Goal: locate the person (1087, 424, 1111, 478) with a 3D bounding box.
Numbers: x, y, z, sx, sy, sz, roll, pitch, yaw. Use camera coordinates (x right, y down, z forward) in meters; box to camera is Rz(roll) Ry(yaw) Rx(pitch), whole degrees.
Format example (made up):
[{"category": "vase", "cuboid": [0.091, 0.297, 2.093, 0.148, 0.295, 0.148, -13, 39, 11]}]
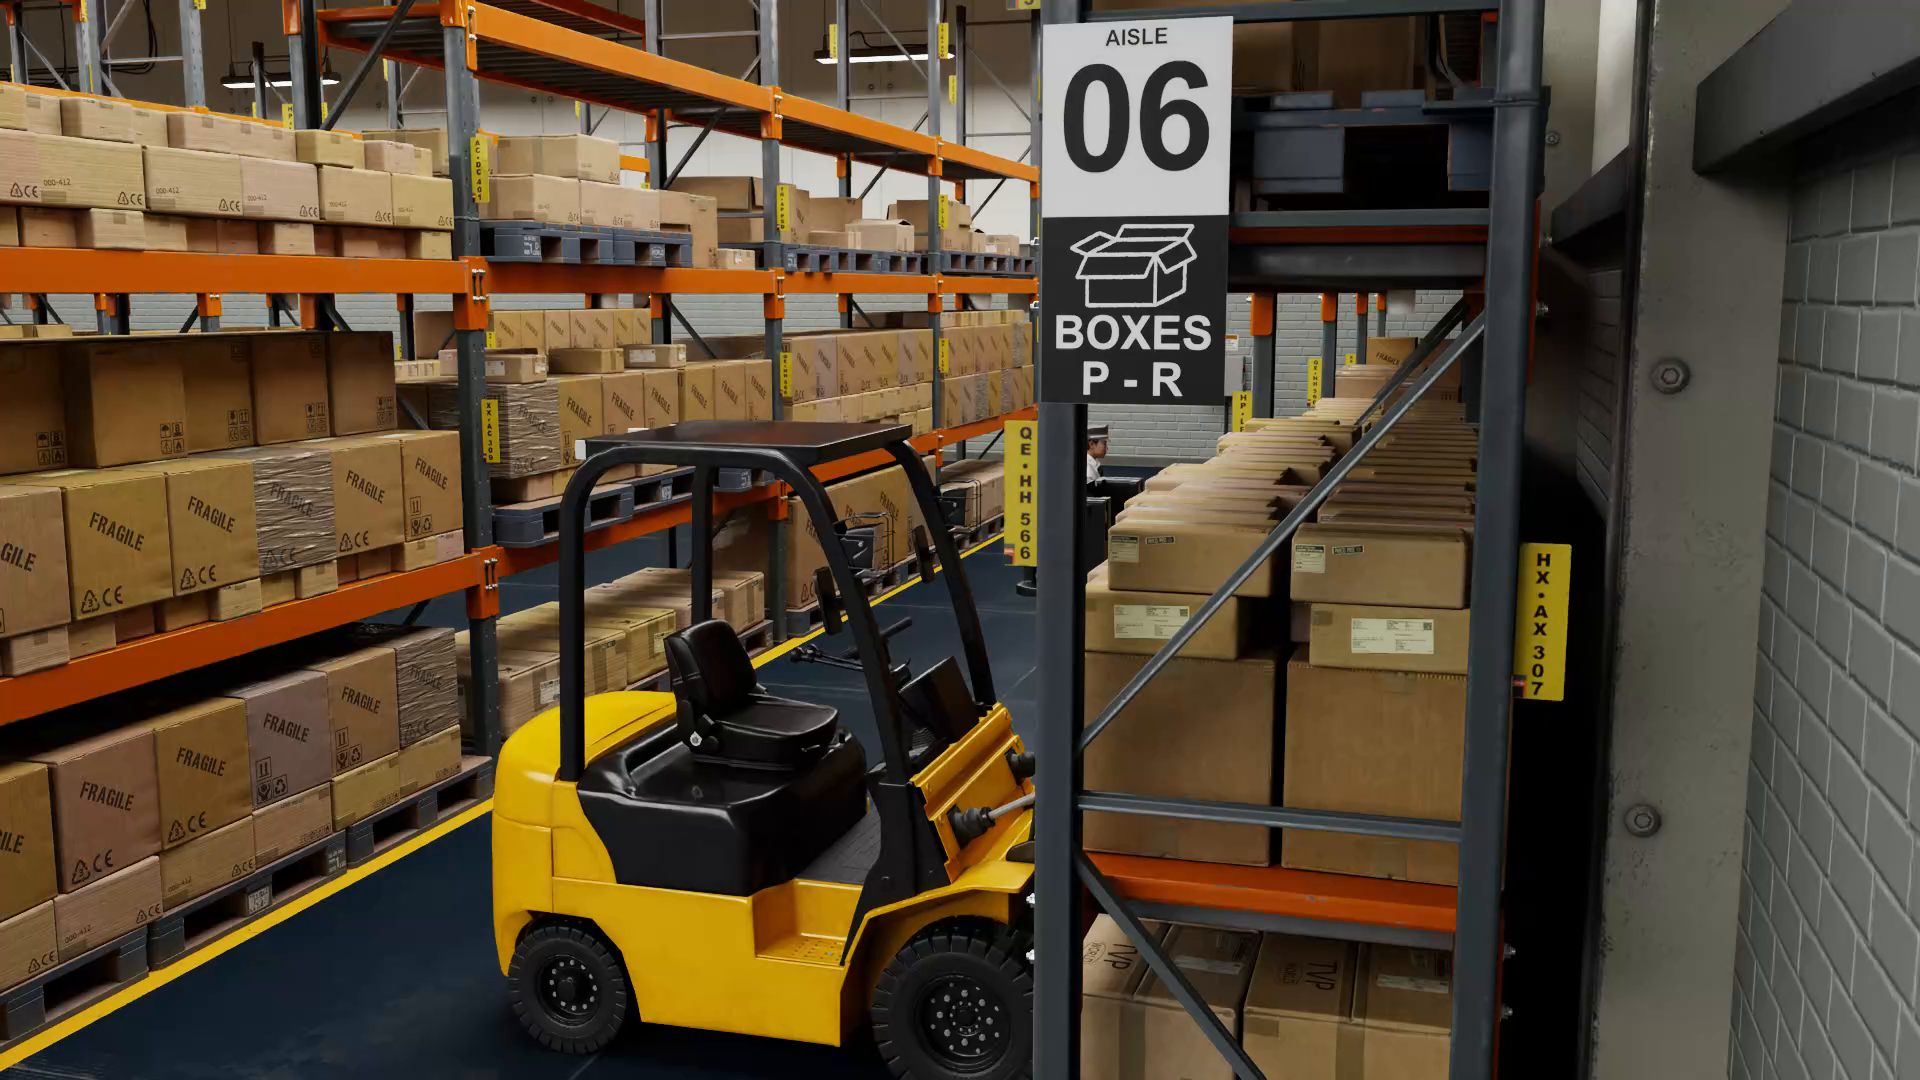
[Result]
[{"category": "person", "cuboid": [0.956, -0.050, 12.652, 0.369, 1.667, 0.547, 2, 9, 13]}]
